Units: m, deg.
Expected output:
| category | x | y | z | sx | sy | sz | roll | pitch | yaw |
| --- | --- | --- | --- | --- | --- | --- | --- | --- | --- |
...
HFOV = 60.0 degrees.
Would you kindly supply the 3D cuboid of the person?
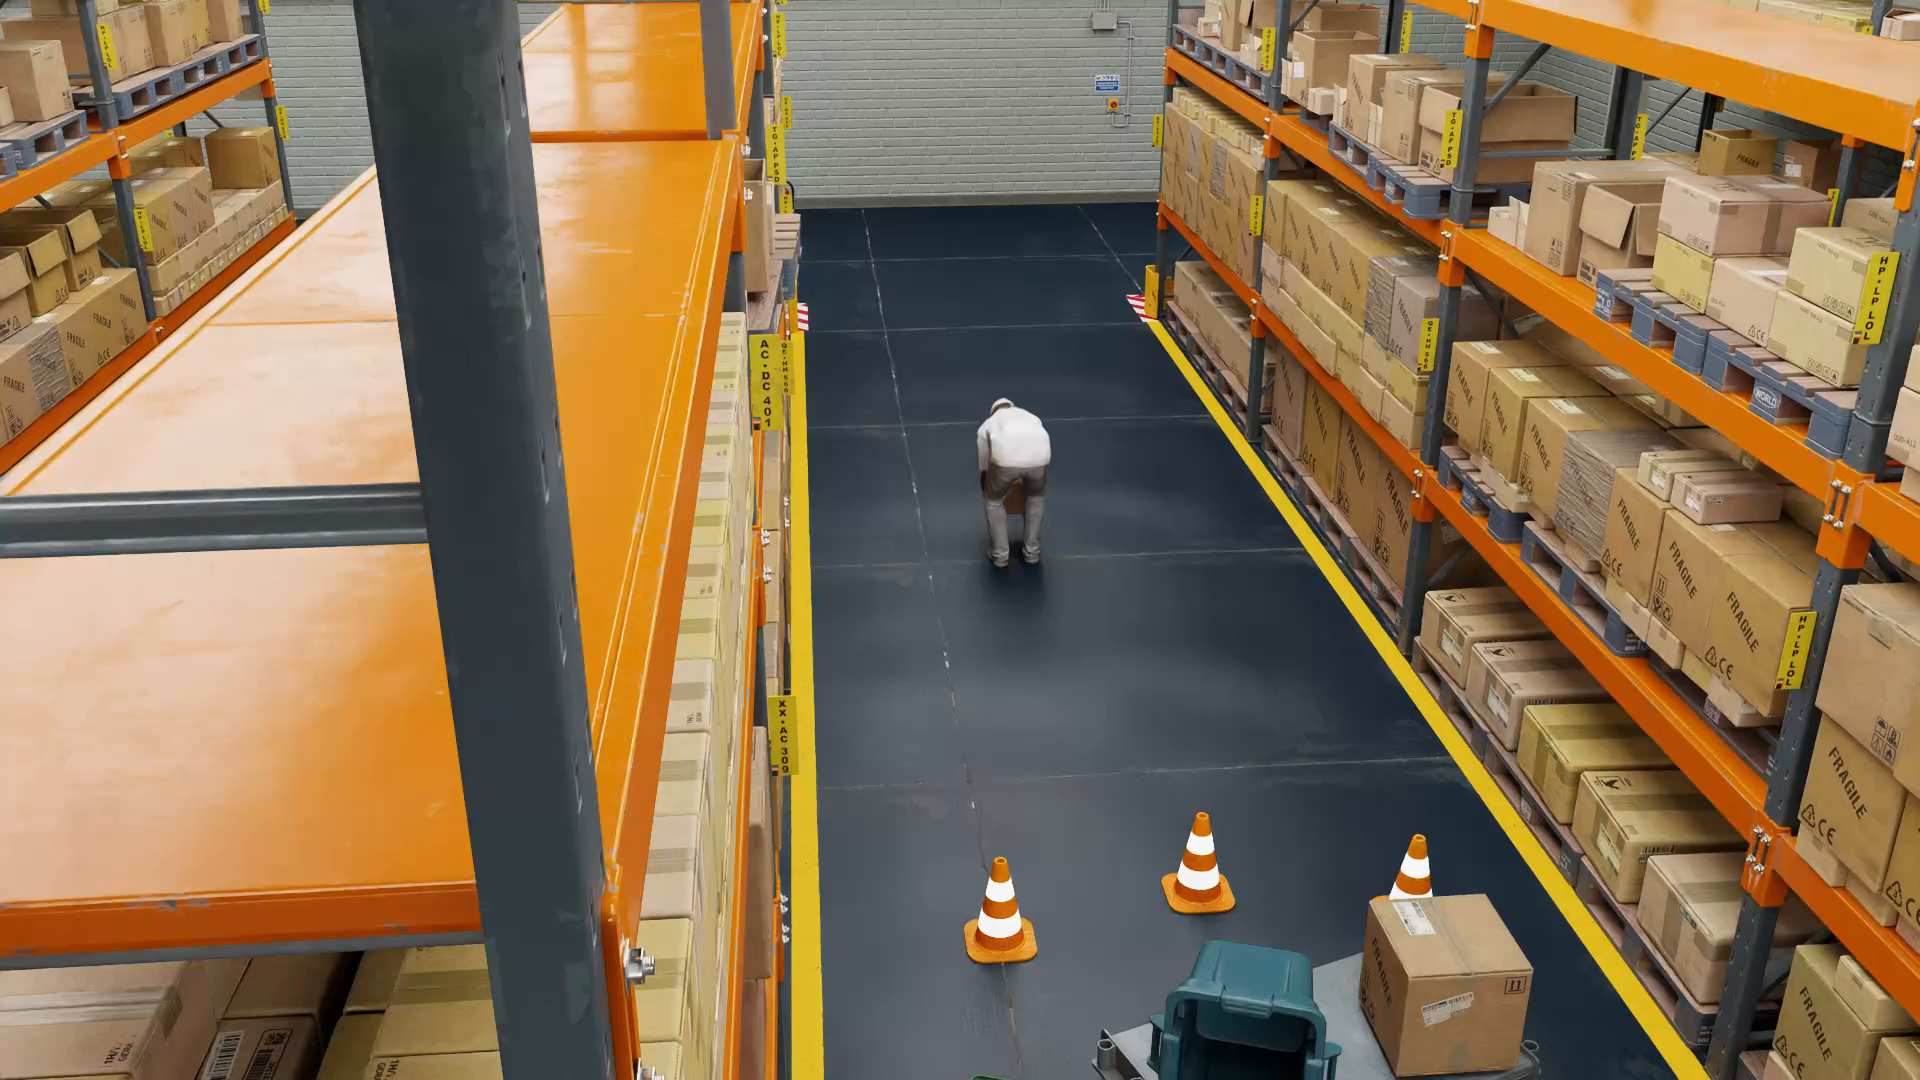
| category | x | y | z | sx | sy | sz | roll | pitch | yaw |
| --- | --- | --- | --- | --- | --- | --- | --- | --- | --- |
| person | 0.381 | -0.654 | 11.802 | 0.634 | 1.760 | 0.458 | -4 | 24 | -8 |
